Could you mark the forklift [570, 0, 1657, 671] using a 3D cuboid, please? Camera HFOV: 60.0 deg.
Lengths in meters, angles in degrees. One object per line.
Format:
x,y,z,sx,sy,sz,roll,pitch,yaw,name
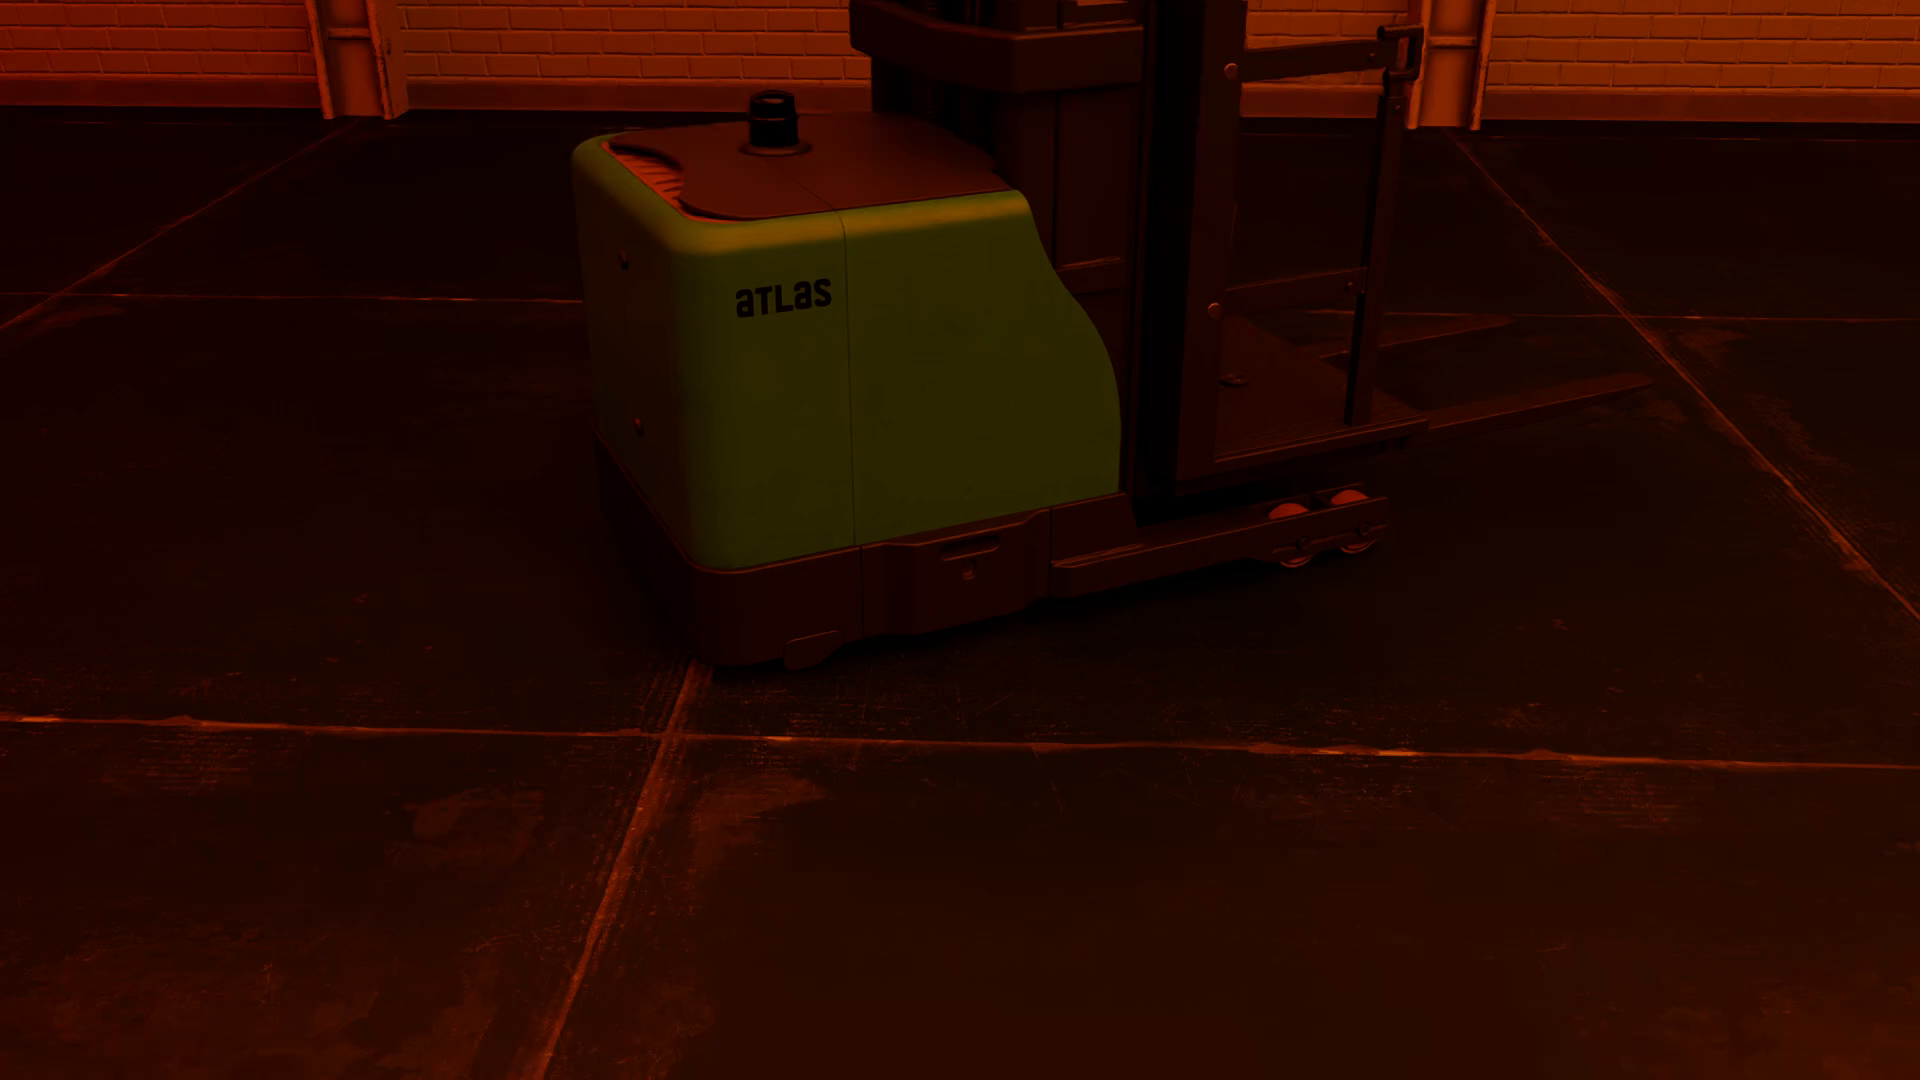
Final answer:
0.579,-1.441,4.130,3.031,2.935,1.130,-12,29,-22,forklift
